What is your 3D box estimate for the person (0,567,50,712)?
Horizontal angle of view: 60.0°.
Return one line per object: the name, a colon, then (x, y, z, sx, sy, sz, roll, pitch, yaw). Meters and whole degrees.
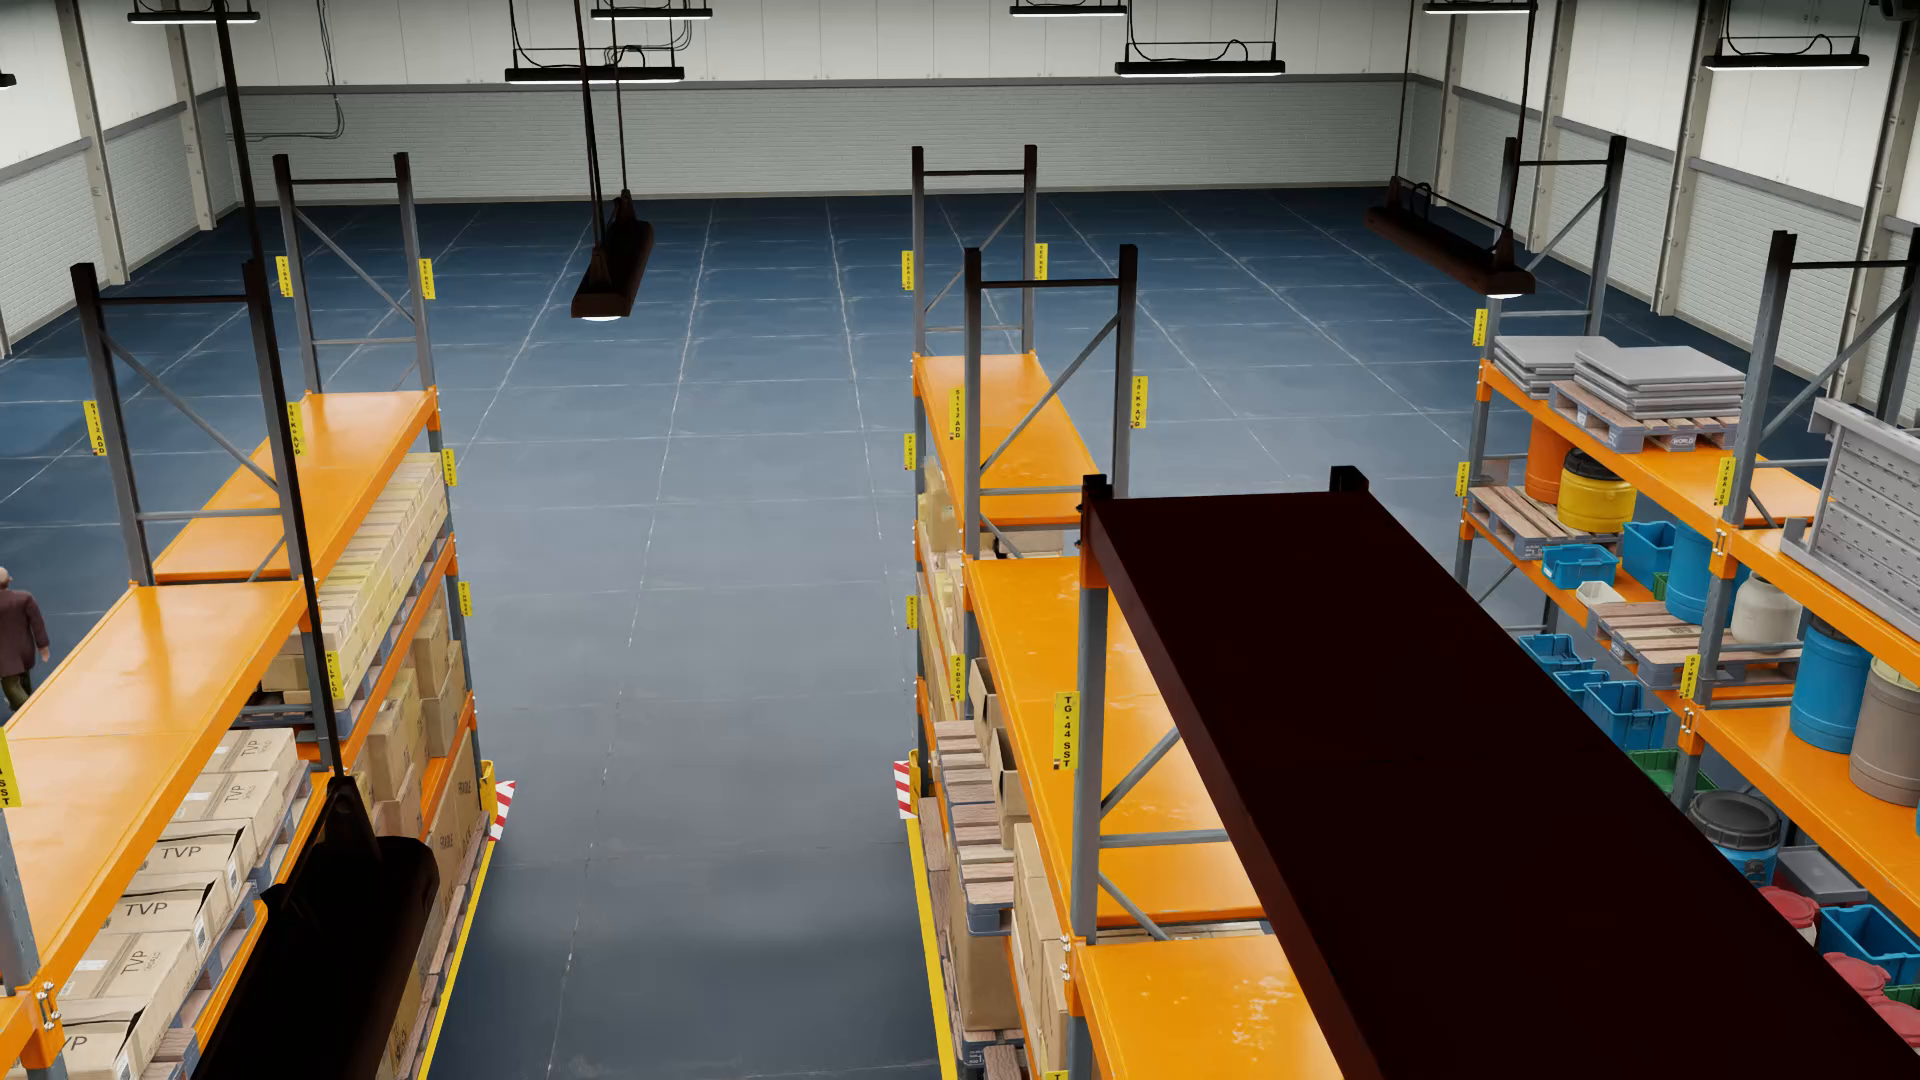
person: (-9.436, 1.115, 16.560, 1.069, 1.661, 0.610, 16, 27, 36)
